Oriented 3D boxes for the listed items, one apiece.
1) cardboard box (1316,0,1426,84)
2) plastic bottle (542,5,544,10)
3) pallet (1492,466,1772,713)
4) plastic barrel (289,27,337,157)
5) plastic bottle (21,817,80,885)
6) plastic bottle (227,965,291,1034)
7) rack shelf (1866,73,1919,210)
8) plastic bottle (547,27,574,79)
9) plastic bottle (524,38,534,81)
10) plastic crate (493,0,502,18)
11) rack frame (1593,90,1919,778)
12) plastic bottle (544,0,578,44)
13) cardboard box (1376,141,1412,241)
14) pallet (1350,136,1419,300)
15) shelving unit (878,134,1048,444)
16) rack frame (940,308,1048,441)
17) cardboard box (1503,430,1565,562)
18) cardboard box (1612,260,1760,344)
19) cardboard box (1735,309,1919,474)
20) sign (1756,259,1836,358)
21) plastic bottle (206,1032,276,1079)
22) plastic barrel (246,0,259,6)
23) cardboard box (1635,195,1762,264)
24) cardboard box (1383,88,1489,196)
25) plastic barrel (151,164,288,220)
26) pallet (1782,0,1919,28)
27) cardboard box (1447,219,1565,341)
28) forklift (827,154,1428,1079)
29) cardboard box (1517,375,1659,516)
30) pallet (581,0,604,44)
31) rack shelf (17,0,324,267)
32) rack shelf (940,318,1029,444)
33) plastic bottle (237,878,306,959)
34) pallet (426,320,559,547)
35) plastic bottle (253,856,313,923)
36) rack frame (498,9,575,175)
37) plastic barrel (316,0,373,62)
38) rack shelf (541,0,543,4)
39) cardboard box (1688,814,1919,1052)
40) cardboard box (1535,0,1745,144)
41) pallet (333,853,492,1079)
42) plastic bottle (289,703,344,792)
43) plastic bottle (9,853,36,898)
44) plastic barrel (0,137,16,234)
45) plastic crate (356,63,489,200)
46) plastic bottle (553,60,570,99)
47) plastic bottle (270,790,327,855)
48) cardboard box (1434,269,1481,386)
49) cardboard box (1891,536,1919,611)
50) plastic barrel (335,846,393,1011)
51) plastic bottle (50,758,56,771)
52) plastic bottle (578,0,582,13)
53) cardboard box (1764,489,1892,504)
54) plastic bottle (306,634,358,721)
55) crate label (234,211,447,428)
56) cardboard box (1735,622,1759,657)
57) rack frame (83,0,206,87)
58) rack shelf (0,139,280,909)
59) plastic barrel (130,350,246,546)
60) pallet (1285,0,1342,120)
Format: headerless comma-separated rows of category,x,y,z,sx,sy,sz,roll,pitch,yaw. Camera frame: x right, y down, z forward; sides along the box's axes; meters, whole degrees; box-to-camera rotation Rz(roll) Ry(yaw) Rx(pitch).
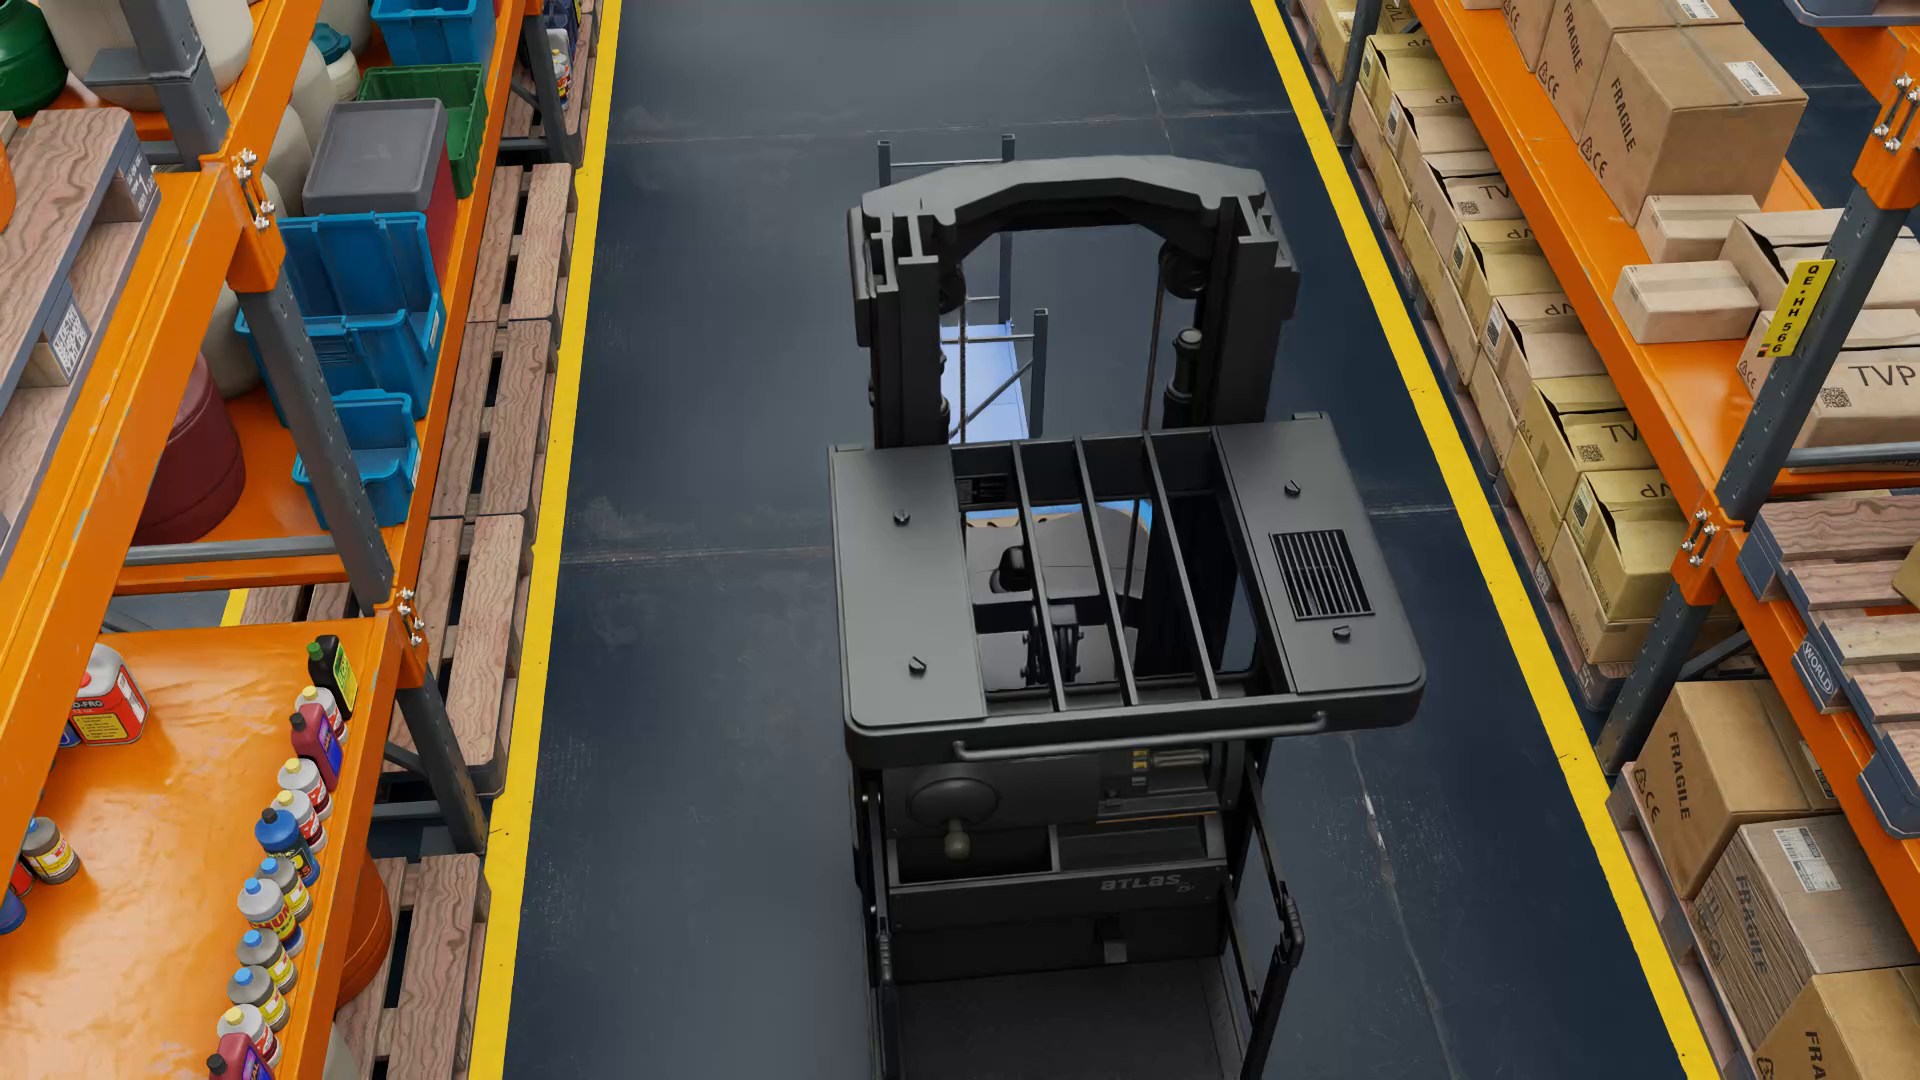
cardboard box,2.207,-2.673,8.820,0.500,0.250,0.500,-3,47,-3
plastic bottle,-2.260,-2.773,8.886,0.097,0.271,0.097,0,47,0
pallet,2.768,0.103,6.507,1.003,0.211,1.213,-3,47,-3
plastic barrel,-2.550,-1.663,6.166,0.433,0.535,0.433,0,47,0
plastic bottle,-2.263,0.756,4.105,0.097,0.201,0.097,0,47,0
plastic bottle,-1.619,1.050,3.826,0.097,0.201,0.097,0,47,0
rack shelf,2.966,0.406,2.729,1.077,0.370,4.000,-3,47,-3
plastic bottle,-2.117,-2.557,8.679,0.152,0.276,0.135,-2,47,-2
plastic bottle,-2.223,-2.553,8.670,0.061,0.283,0.133,-3,47,-3
plastic crate,-2.128,-2.543,7.049,0.402,0.464,0.583,-3,47,-3
rack frame,2.798,-0.257,4.928,1.000,3.000,0.127,-3,47,-3
plastic bottle,-2.143,-2.839,8.894,0.144,0.351,0.185,-5,47,-5
cardboard box,2.292,-1.674,7.874,0.500,0.250,0.500,-2,47,-2
pallet,2.564,-1.662,8.179,1.003,0.211,1.213,-3,47,-3
shelving unit,-0.007,-0.577,6.264,0.538,1.500,1.048,-3,47,-3
rack frame,0.035,-0.210,5.916,0.500,1.500,0.032,-3,47,-3
cardboard box,2.464,-0.195,6.473,0.500,0.250,0.500,-4,47,-4
cardboard box,2.448,-0.805,5.619,0.380,0.149,0.250,-3,47,-3
cardboard box,2.811,-0.493,5.212,0.500,0.311,0.500,-1,47,-1
sign,2.245,-0.619,4.473,0.100,0.325,0.005,-3,47,-3
plastic bottle,-1.583,1.175,3.652,0.061,0.283,0.133,-3,47,-3
plastic barrel,-1.991,-1.770,3.949,0.600,0.901,0.600,0,47,0
cardboard box,2.635,-1.090,5.890,0.380,0.149,0.250,0,47,0
cardboard box,2.286,-1.867,7.670,0.500,0.311,0.500,-4,47,-4
plastic barrel,-2.472,-1.034,5.586,0.421,0.512,0.421,0,47,0
pallet,2.652,-1.709,4.367,1.213,0.211,1.003,-2,47,-1
cardboard box,2.380,-1.117,6.960,0.500,0.311,0.500,-2,47,-2
forklift,0.288,0.687,4.081,1.130,2.935,3.031,-4,47,-4
cardboard box,2.459,-0.389,6.271,0.500,0.311,0.500,-4,47,-4
pallet,-2.593,-3.267,9.699,1.003,0.211,1.213,-3,47,-3
rack shelf,-2.306,-2.190,5.188,1.077,0.370,4.000,-3,47,-3
rack shelf,-0.007,-0.454,6.395,0.538,0.185,1.000,-3,47,-3
plastic bottle,-1.636,0.885,3.934,0.097,0.271,0.097,0,47,0
pallet,-2.263,-0.444,7.025,1.003,0.211,1.213,-3,47,-3
plastic bottle,-1.644,0.839,4.026,0.097,0.201,0.097,0,47,0
rack frame,-2.473,-2.853,7.386,1.000,3.000,0.127,-3,47,-3
plastic barrel,-2.611,-2.194,6.669,0.433,0.535,0.433,0,47,0
rack shelf,-2.640,-4.053,9.018,1.077,0.370,4.000,-3,47,-3
cardboard box,2.601,1.176,4.989,0.500,0.500,0.500,-5,47,-5
cardboard box,2.597,-1.886,6.401,0.500,0.500,0.500,-3,47,-3
pallet,-2.031,1.568,5.120,1.003,0.211,1.213,-3,47,-3
plastic bottle,-1.660,0.515,4.277,0.061,0.283,0.133,-3,47,-3
plastic bottle,-2.385,0.751,4.058,0.152,0.276,0.135,-3,47,-3
plastic barrel,-2.094,-0.872,2.859,0.600,0.830,0.708,-3,47,-3
plastic crate,-2.046,-1.537,6.286,0.450,0.188,0.662,-3,47,-3
plastic bottle,-2.071,-2.373,8.556,0.097,0.201,0.097,0,47,0
plastic bottle,-1.660,0.698,4.160,0.097,0.201,0.097,0,47,0
cardboard box,2.379,-0.931,7.170,0.500,0.250,0.500,-3,47,-3
cardboard box,2.963,0.013,4.314,0.700,0.500,0.500,-18,49,-16
plastic barrel,-2.080,0.996,4.946,0.600,0.830,0.708,-3,47,-3
plastic bottle,-2.442,0.504,4.296,0.097,0.271,0.097,0,47,0
plastic bottle,-2.143,-2.994,9.144,0.097,0.201,0.097,0,47,0
cardboard box,3.047,-0.046,5.946,0.500,0.311,0.500,-2,47,-2
plastic bottle,-1.679,0.348,4.435,0.061,0.283,0.133,-3,47,-3
crate label,-1.952,-0.706,5.329,0.502,0.435,0.616,-3,47,-3
cardboard box,3.047,0.147,6.149,0.500,0.250,0.500,-4,47,-3
rack frame,-2.138,-2.022,2.467,1.000,3.000,0.127,-3,47,-3
rack shelf,-1.971,0.704,2.447,1.077,0.370,4.000,-3,47,-3
plastic barrel,-2.479,-0.323,4.896,0.600,0.536,0.708,-3,47,-3
pallet,2.438,-2.771,9.228,1.003,0.211,1.213,-3,47,-3
